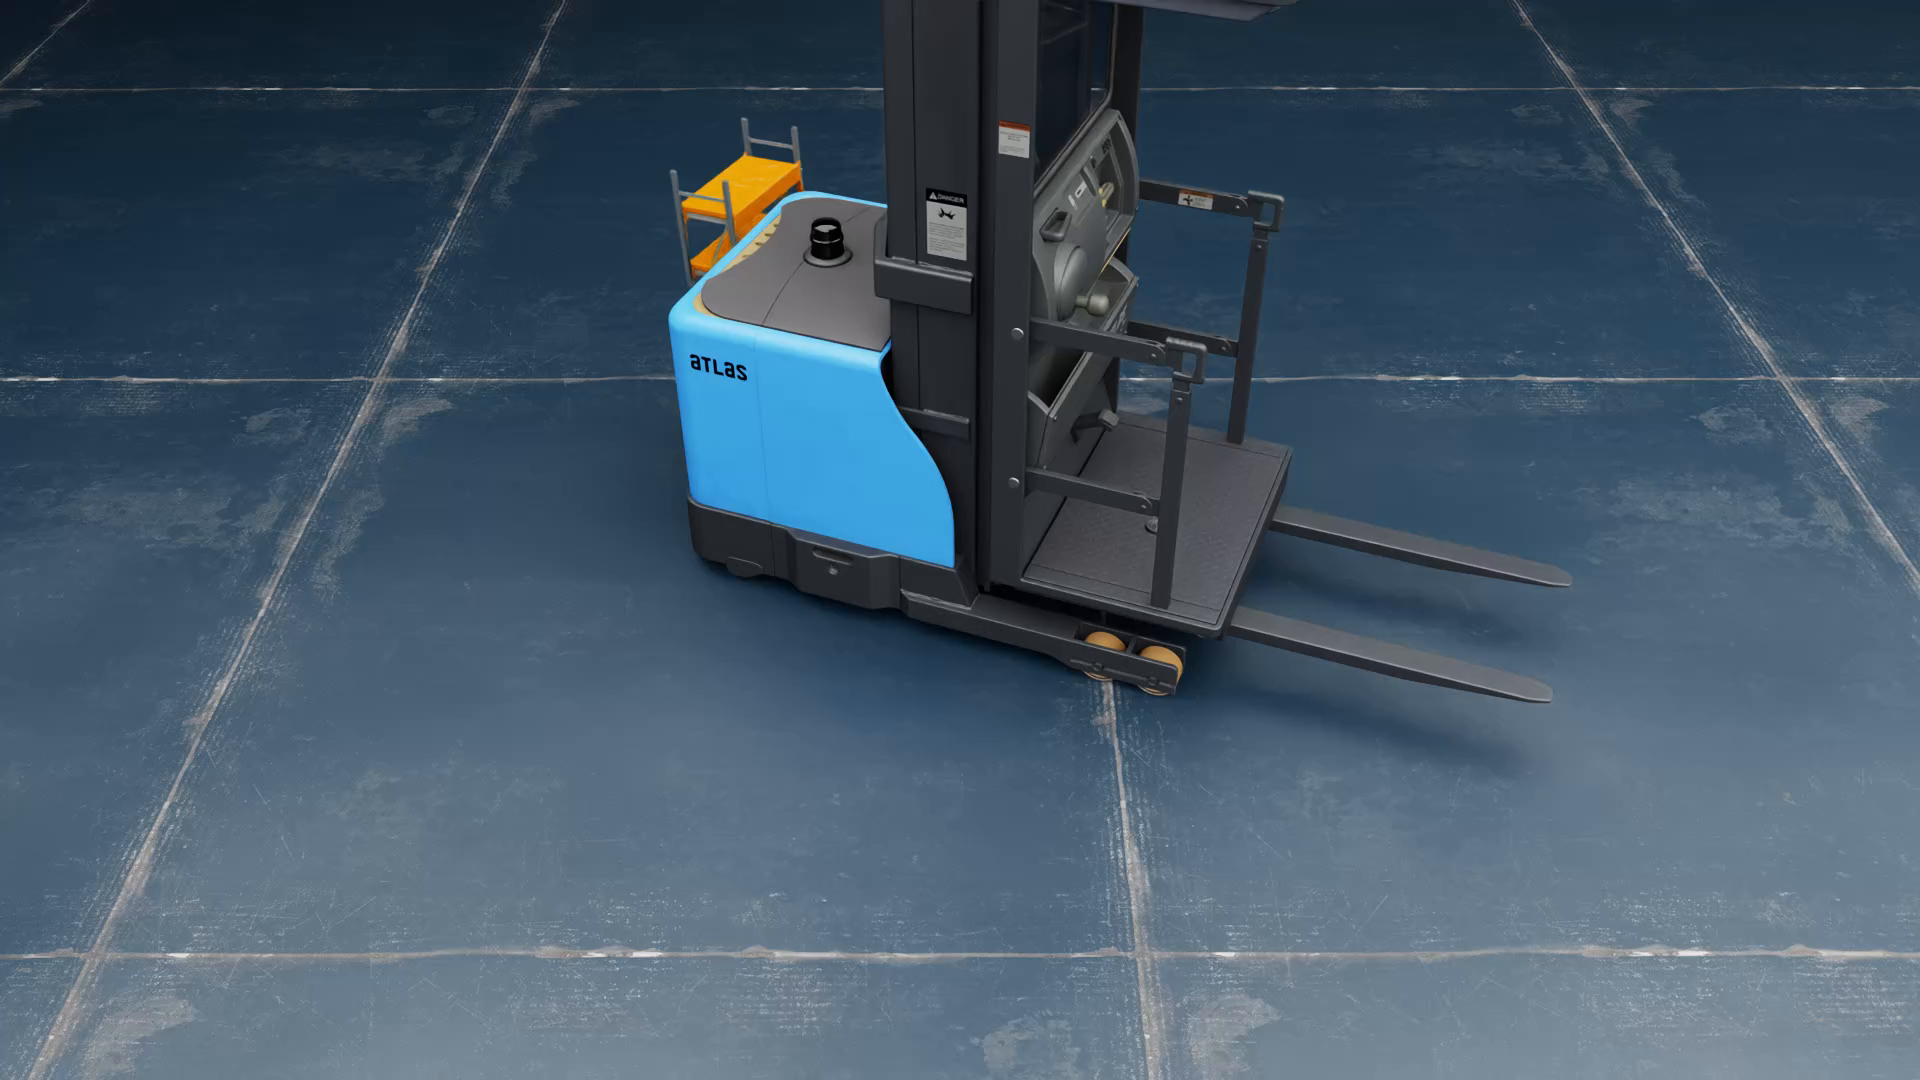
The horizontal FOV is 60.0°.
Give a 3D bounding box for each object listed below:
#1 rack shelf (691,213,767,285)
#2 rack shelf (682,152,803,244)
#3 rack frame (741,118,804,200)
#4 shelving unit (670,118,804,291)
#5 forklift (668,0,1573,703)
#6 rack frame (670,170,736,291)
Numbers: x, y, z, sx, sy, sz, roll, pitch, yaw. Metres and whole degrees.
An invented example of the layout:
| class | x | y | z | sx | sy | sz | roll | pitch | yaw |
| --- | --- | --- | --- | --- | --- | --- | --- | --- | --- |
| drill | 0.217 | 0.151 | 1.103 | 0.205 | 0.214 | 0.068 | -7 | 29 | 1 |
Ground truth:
| class | x | y | z | sx | sy | sz | roll | pitch | yaw |
| --- | --- | --- | --- | --- | --- | --- | --- | --- | --- |
| rack shelf | -0.811 | -1.089 | 6.391 | 0.258 | 0.148 | 0.480 | 15 | 41 | 21 |
| rack shelf | -0.820 | -1.277 | 6.247 | 0.258 | 0.148 | 0.480 | 15 | 41 | 21 |
| rack frame | -0.700 | -1.103 | 6.658 | 0.240 | 1.200 | 0.015 | 15 | 41 | 21 |
| shelving unit | -0.805 | -0.965 | 6.486 | 0.258 | 1.200 | 0.503 | 15 | 41 | 21 |
| forklift | 0.585 | -0.999 | 5.153 | 3.031 | 2.935 | 1.130 | 14 | 41 | 17 |
| rack frame | -0.911 | -0.828 | 6.314 | 0.240 | 1.200 | 0.015 | 15 | 41 | 21 |
